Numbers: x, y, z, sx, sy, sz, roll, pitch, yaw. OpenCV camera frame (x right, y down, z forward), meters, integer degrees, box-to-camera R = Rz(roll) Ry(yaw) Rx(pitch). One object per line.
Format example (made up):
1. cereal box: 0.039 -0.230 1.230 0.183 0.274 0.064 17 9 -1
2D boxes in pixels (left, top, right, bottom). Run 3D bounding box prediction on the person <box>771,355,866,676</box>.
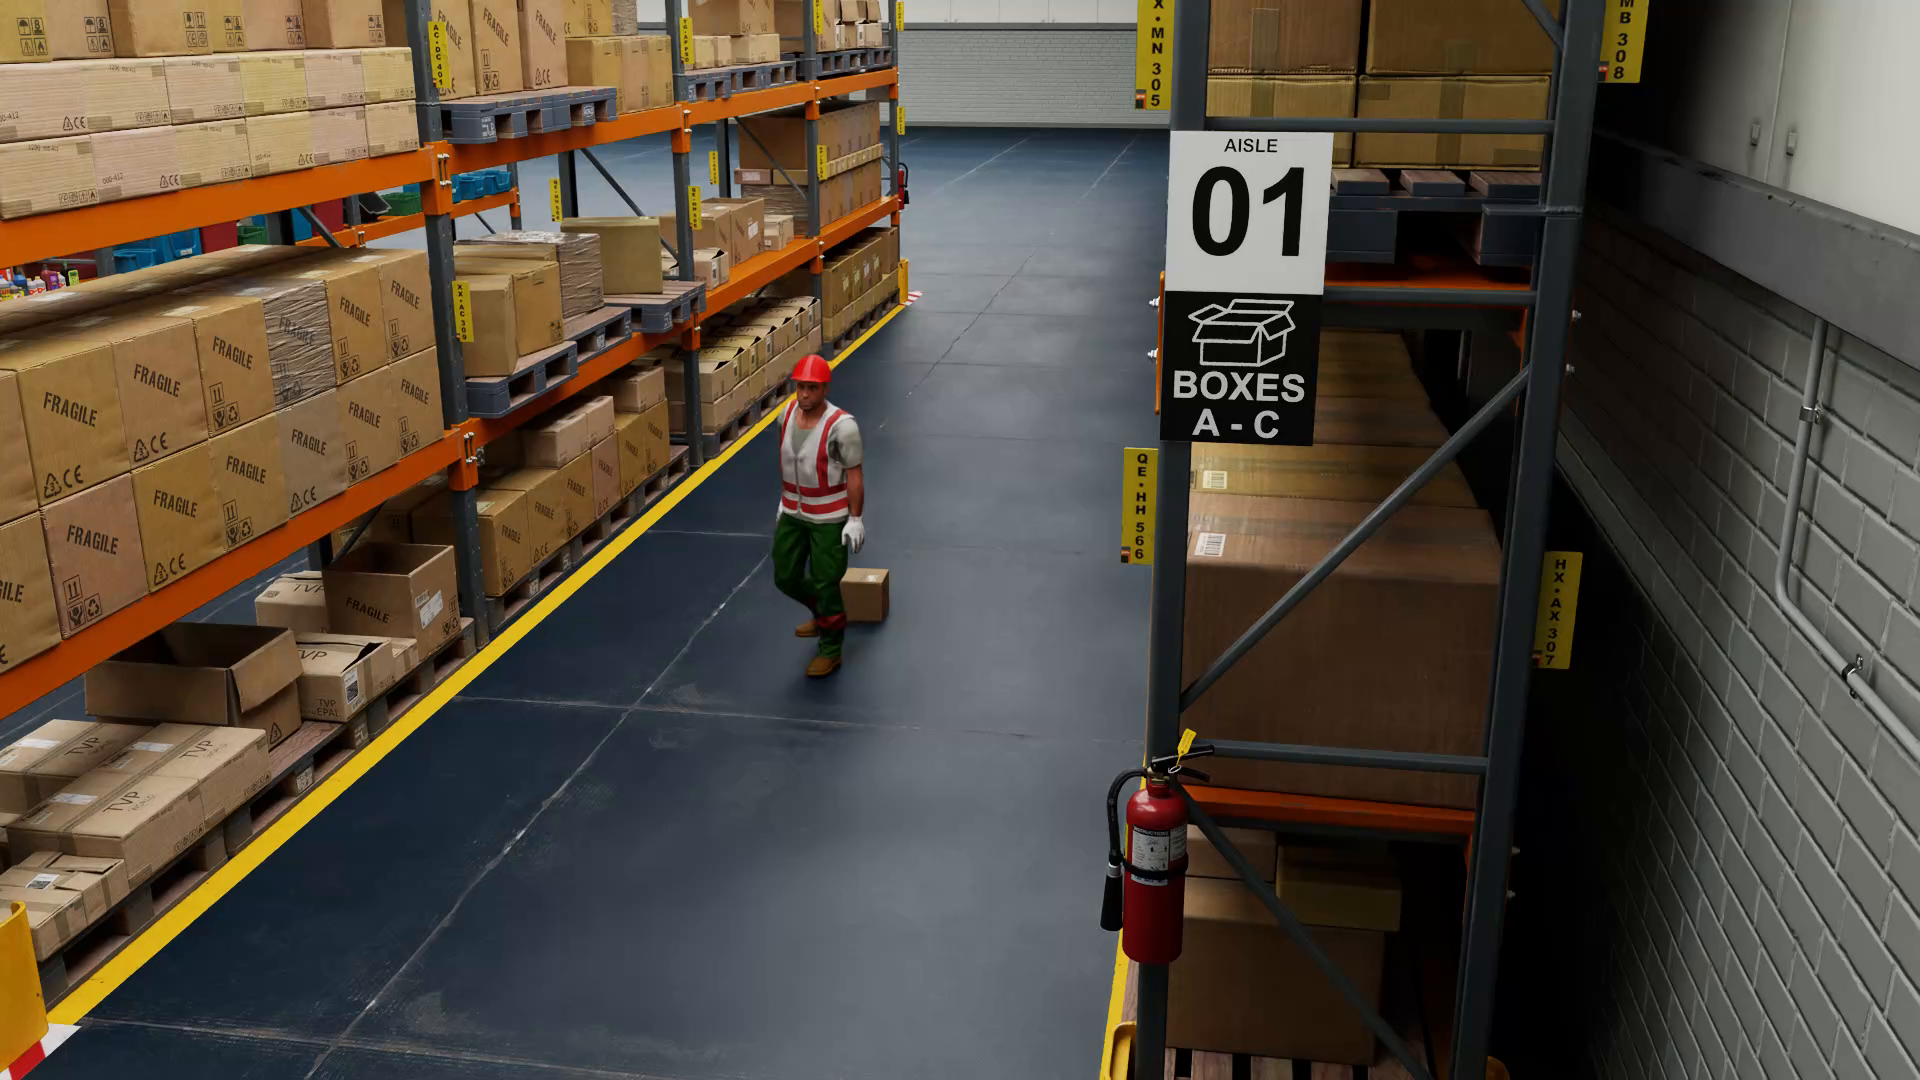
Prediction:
1. person: -0.741 -0.146 8.961 0.589 1.782 0.568 11 21 32
